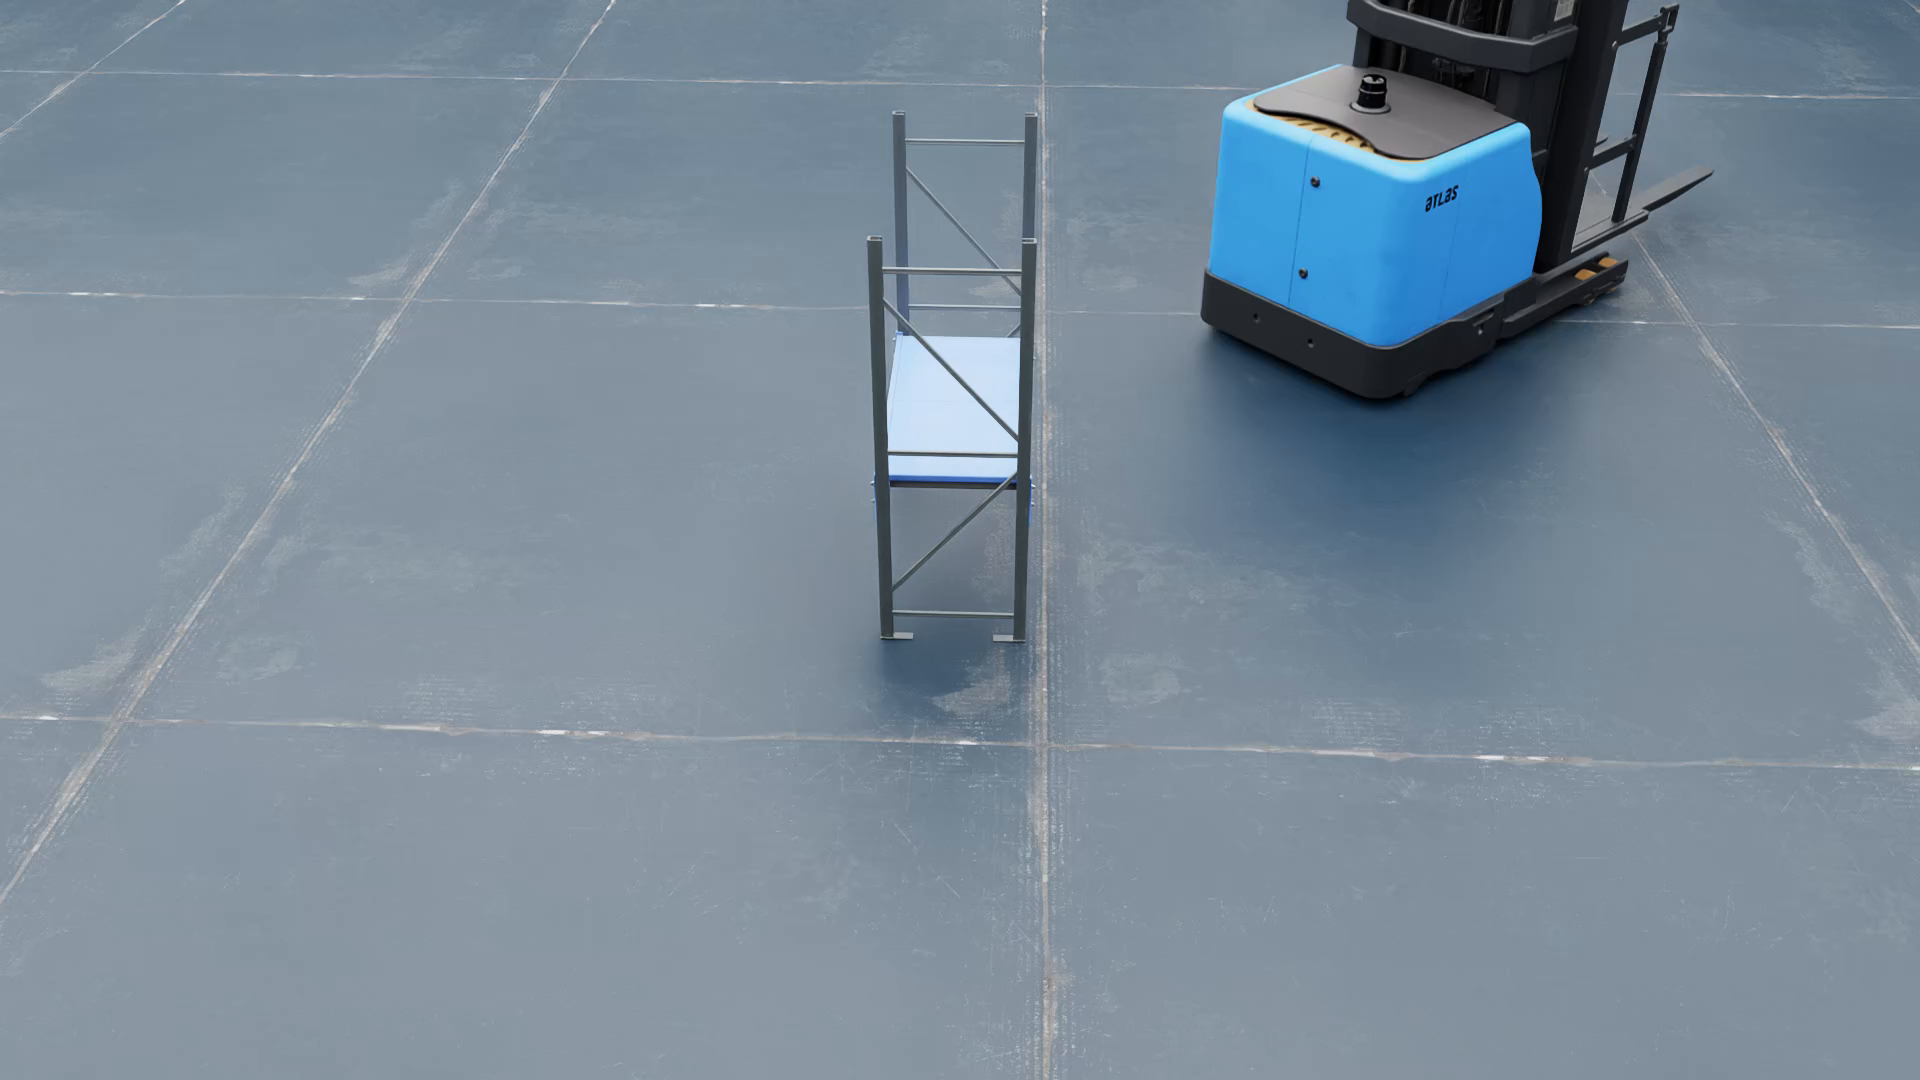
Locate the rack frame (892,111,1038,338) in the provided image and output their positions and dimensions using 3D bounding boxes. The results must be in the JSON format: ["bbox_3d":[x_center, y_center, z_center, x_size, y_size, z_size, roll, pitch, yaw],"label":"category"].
[{"bbox_3d":[0.017,-0.857,6.165,0.500,1.500,0.032,1,35,2],"label":"rack frame"}]

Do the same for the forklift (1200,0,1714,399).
[{"bbox_3d":[2.537,-2.505,7.266,3.031,2.935,1.130,-27,43,-33],"label":"forklift"}]

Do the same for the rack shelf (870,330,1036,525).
[{"bbox_3d":[-0.003,-0.417,5.852,0.538,0.185,1.000,1,35,2],"label":"rack shelf"}]

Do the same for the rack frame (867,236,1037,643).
[{"bbox_3d":[-0.024,-0.273,5.333,0.500,1.500,0.032,1,35,2],"label":"rack frame"}]

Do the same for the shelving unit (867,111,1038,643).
[{"bbox_3d":[-0.003,-0.565,5.749,0.538,1.500,1.048,1,35,2],"label":"shelving unit"}]
